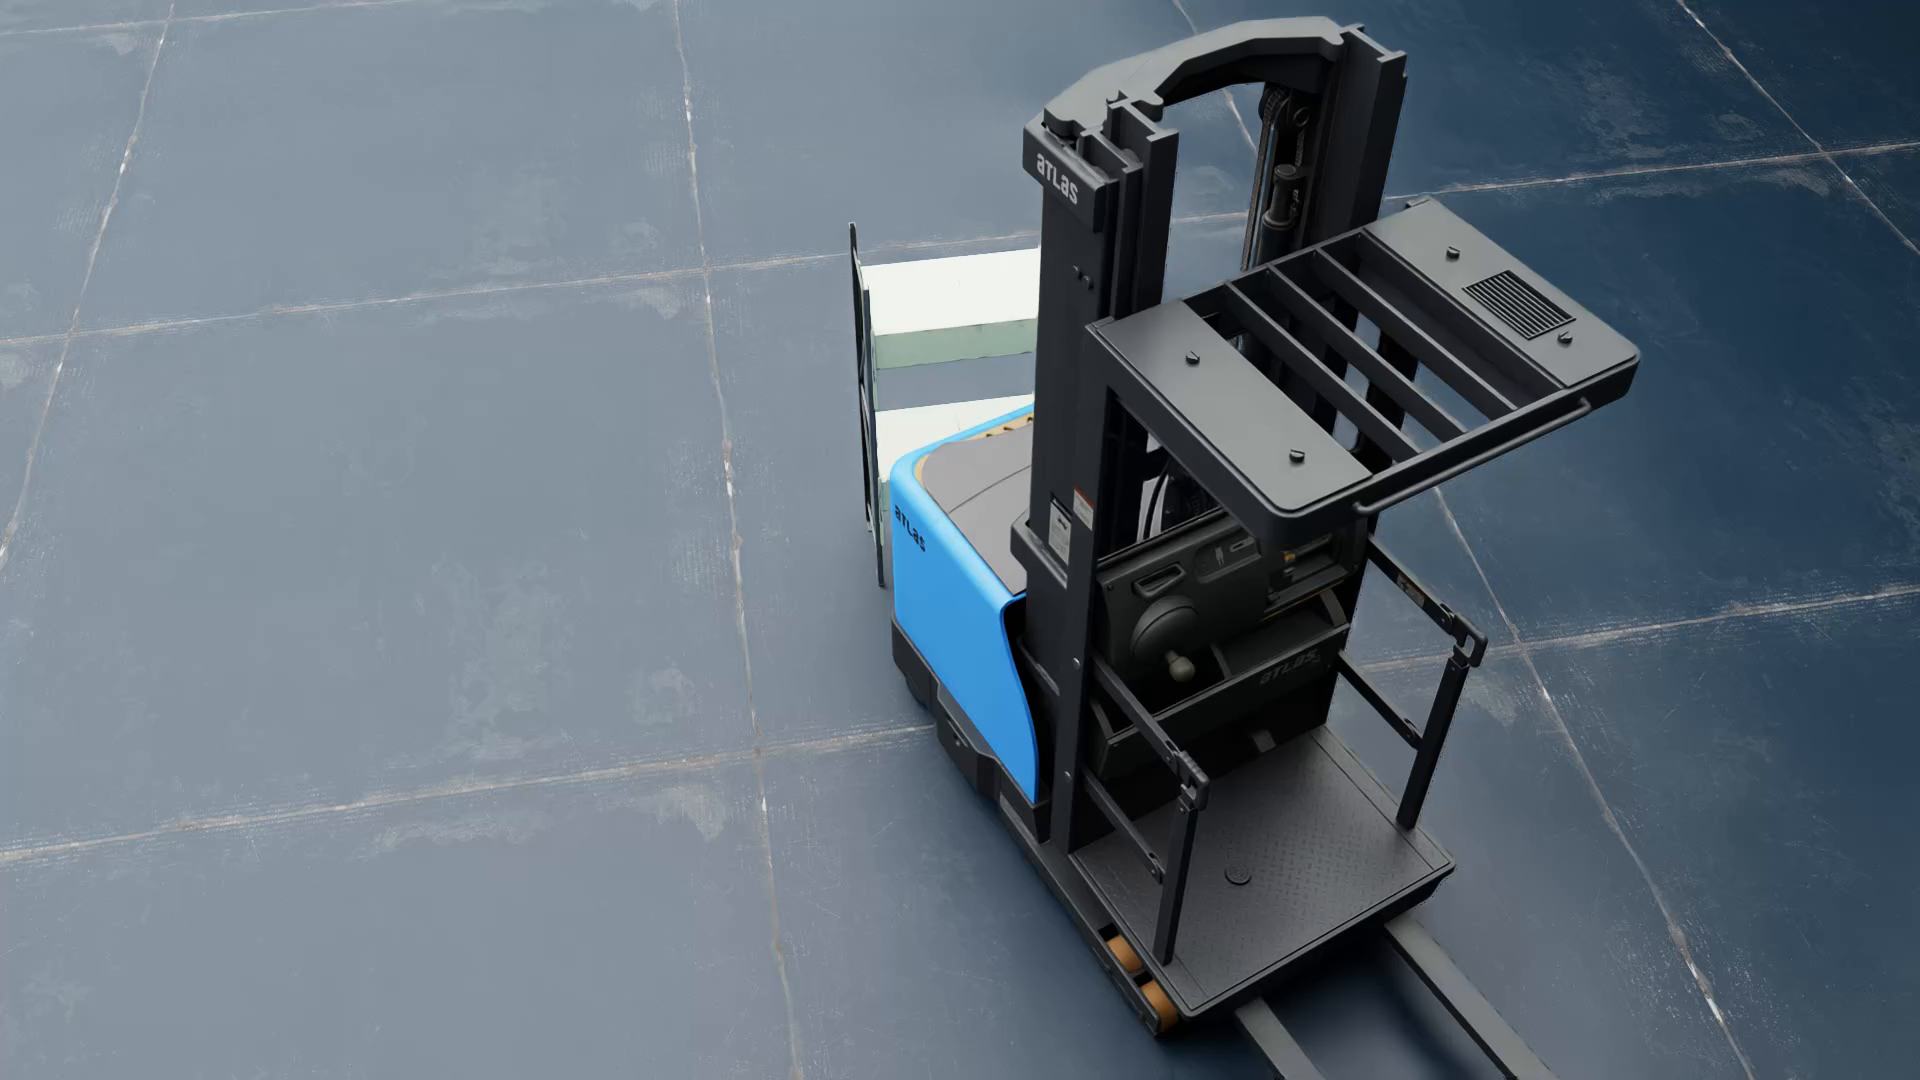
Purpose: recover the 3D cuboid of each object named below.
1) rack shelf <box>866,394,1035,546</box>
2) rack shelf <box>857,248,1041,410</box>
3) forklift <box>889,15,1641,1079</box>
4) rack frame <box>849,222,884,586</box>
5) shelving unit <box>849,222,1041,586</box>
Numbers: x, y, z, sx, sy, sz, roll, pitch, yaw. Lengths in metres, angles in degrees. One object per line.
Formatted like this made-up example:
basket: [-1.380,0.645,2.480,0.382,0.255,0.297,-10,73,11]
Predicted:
rack shelf: [0.007,-0.295,6.639,0.720,0.370,0.431,-7,46,-7]
rack shelf: [0.007,-0.792,6.123,0.720,0.370,0.431,-7,46,-7]
forklift: [0.921,0.192,4.723,1.130,2.935,3.031,-23,50,-21]
rack frame: [-0.354,-0.476,6.361,0.023,1.500,0.400,-7,46,-7]
shelving unit: [0.007,-0.521,6.404,0.755,1.500,0.431,-7,46,-7]
